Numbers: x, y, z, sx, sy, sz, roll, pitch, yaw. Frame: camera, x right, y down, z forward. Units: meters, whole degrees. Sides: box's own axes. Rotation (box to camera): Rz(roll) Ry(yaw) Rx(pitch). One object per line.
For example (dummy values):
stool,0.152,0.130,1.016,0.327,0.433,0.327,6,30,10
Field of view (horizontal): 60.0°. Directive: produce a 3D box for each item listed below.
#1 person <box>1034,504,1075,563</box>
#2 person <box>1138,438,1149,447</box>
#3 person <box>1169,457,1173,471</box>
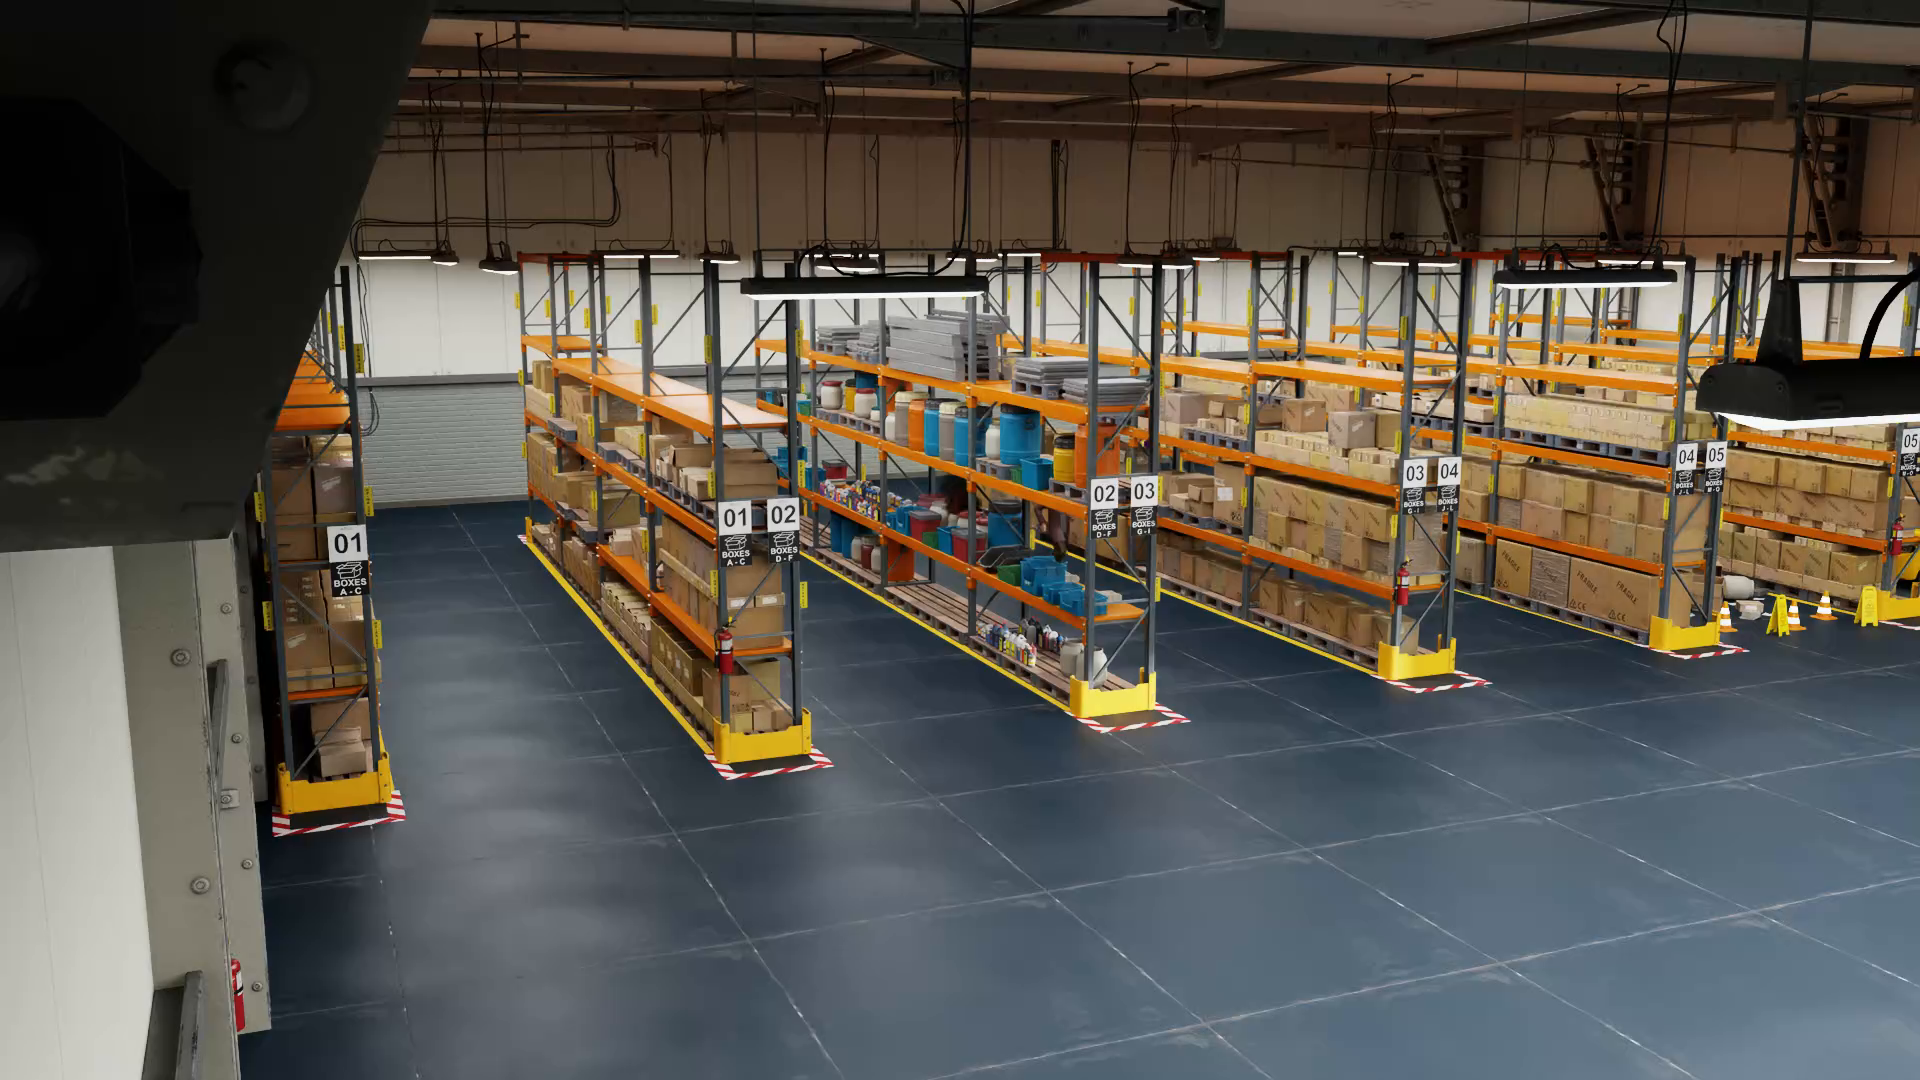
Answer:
person,1.753,-0.114,29.246,0.683,1.837,0.739,-7,13,-34
person,4.594,-2.048,41.568,0.562,1.684,0.728,-5,12,-25
person,5.445,-2.169,41.975,0.863,1.840,0.649,-7,12,-32
